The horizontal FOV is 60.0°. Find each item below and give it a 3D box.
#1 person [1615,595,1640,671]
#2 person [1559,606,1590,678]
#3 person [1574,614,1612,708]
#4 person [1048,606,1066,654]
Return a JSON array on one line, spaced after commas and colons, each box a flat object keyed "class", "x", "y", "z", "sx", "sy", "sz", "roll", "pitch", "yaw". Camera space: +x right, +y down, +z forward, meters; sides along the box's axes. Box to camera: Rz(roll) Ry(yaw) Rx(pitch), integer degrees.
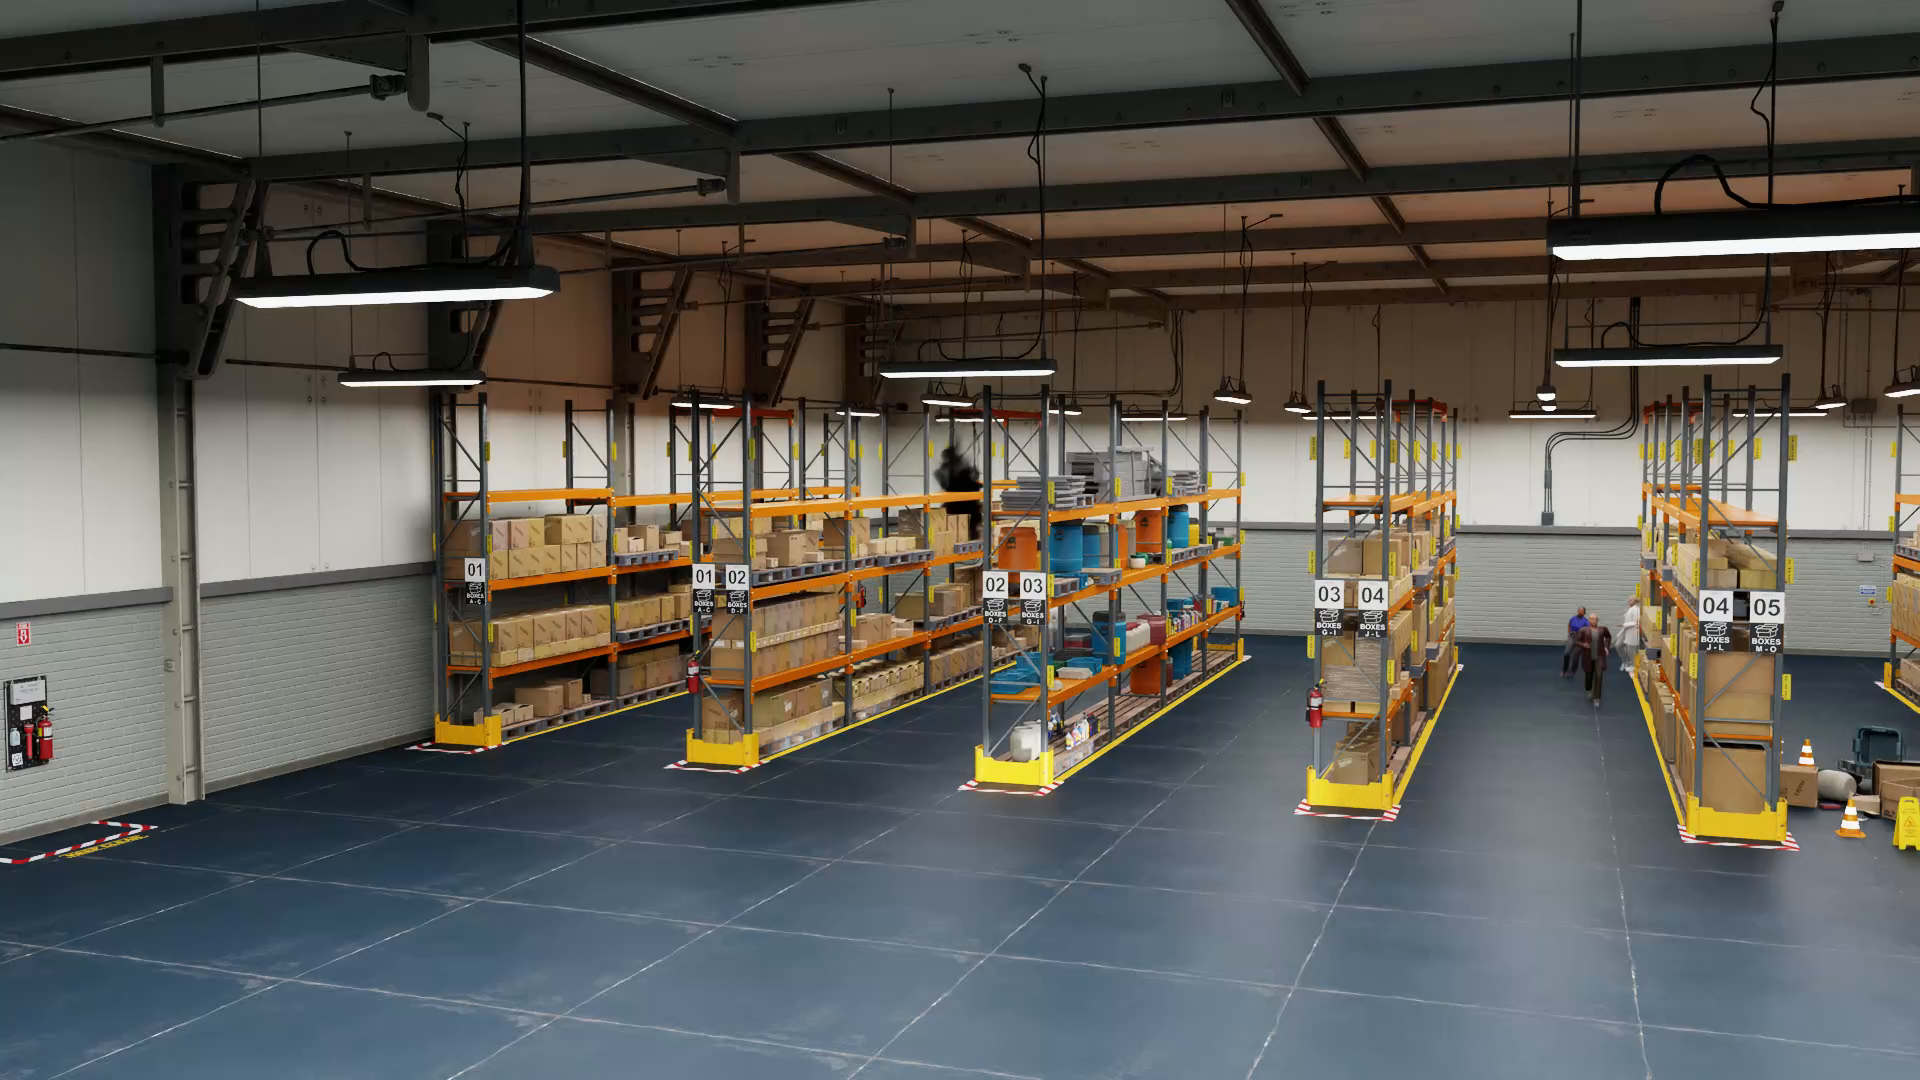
[{"class": "person", "x": 15.240, "y": 2.127, "z": 37.773, "sx": 0.681, "sy": 1.764, "sz": 0.696, "roll": 0, "pitch": 3, "yaw": -5}, {"class": "person", "x": 13.585, "y": 2.255, "z": 36.658, "sx": 0.663, "sy": 1.624, "sz": 0.648, "roll": 2, "pitch": 4, "yaw": 34}, {"class": "person", "x": 12.520, "y": 2.351, "z": 32.888, "sx": 0.707, "sy": 1.798, "sz": 1.049, "roll": 1, "pitch": 3, "yaw": 16}, {"class": "person", "x": 2.029, "y": 1.972, "z": 36.015, "sx": 0.541, "sy": 1.794, "sz": 0.691, "roll": 0, "pitch": 3, "yaw": 4}]
